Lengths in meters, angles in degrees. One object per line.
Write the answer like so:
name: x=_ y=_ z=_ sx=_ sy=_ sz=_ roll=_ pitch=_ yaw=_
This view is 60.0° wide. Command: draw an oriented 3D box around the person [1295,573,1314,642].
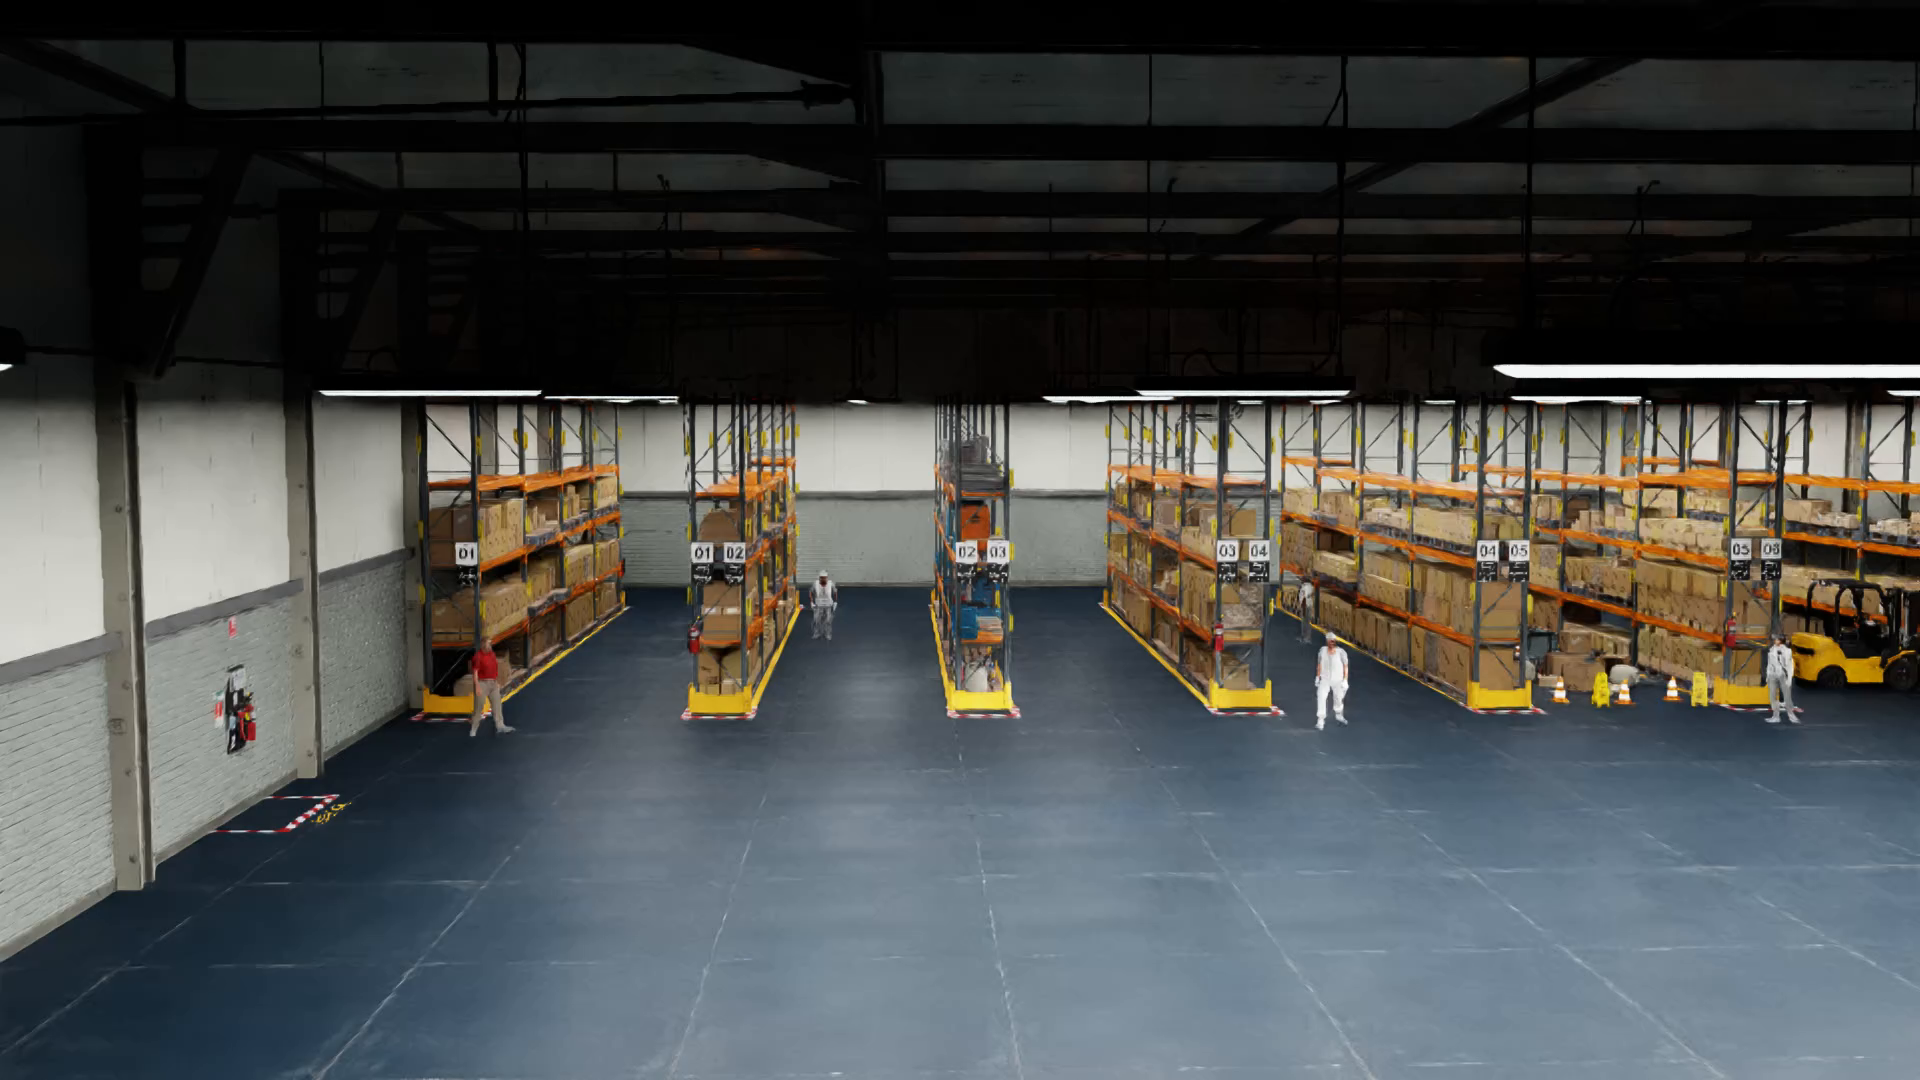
person: x=8.383 y=1.636 z=40.478 sx=0.467 sy=1.677 sz=0.497 roll=2 pitch=5 yaw=28

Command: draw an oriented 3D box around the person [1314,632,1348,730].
person: x=6.623 y=2.491 z=29.659 sx=0.596 sy=1.740 sz=0.987 roll=2 pitch=5 yaw=20

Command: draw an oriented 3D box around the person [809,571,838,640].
person: x=-3.349 y=1.602 z=40.754 sx=0.702 sy=1.734 sz=0.549 roll=0 pitch=5 yaw=-4

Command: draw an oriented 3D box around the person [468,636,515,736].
person: x=-8.225 y=2.529 z=28.993 sx=0.550 sy=1.720 sz=0.747 roll=3 pitch=5 yaw=30

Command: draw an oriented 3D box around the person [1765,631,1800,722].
person: x=14.931 y=2.479 z=30.234 sx=0.500 sy=1.666 sz=0.539 roll=-2 pitch=5 yaw=-27
